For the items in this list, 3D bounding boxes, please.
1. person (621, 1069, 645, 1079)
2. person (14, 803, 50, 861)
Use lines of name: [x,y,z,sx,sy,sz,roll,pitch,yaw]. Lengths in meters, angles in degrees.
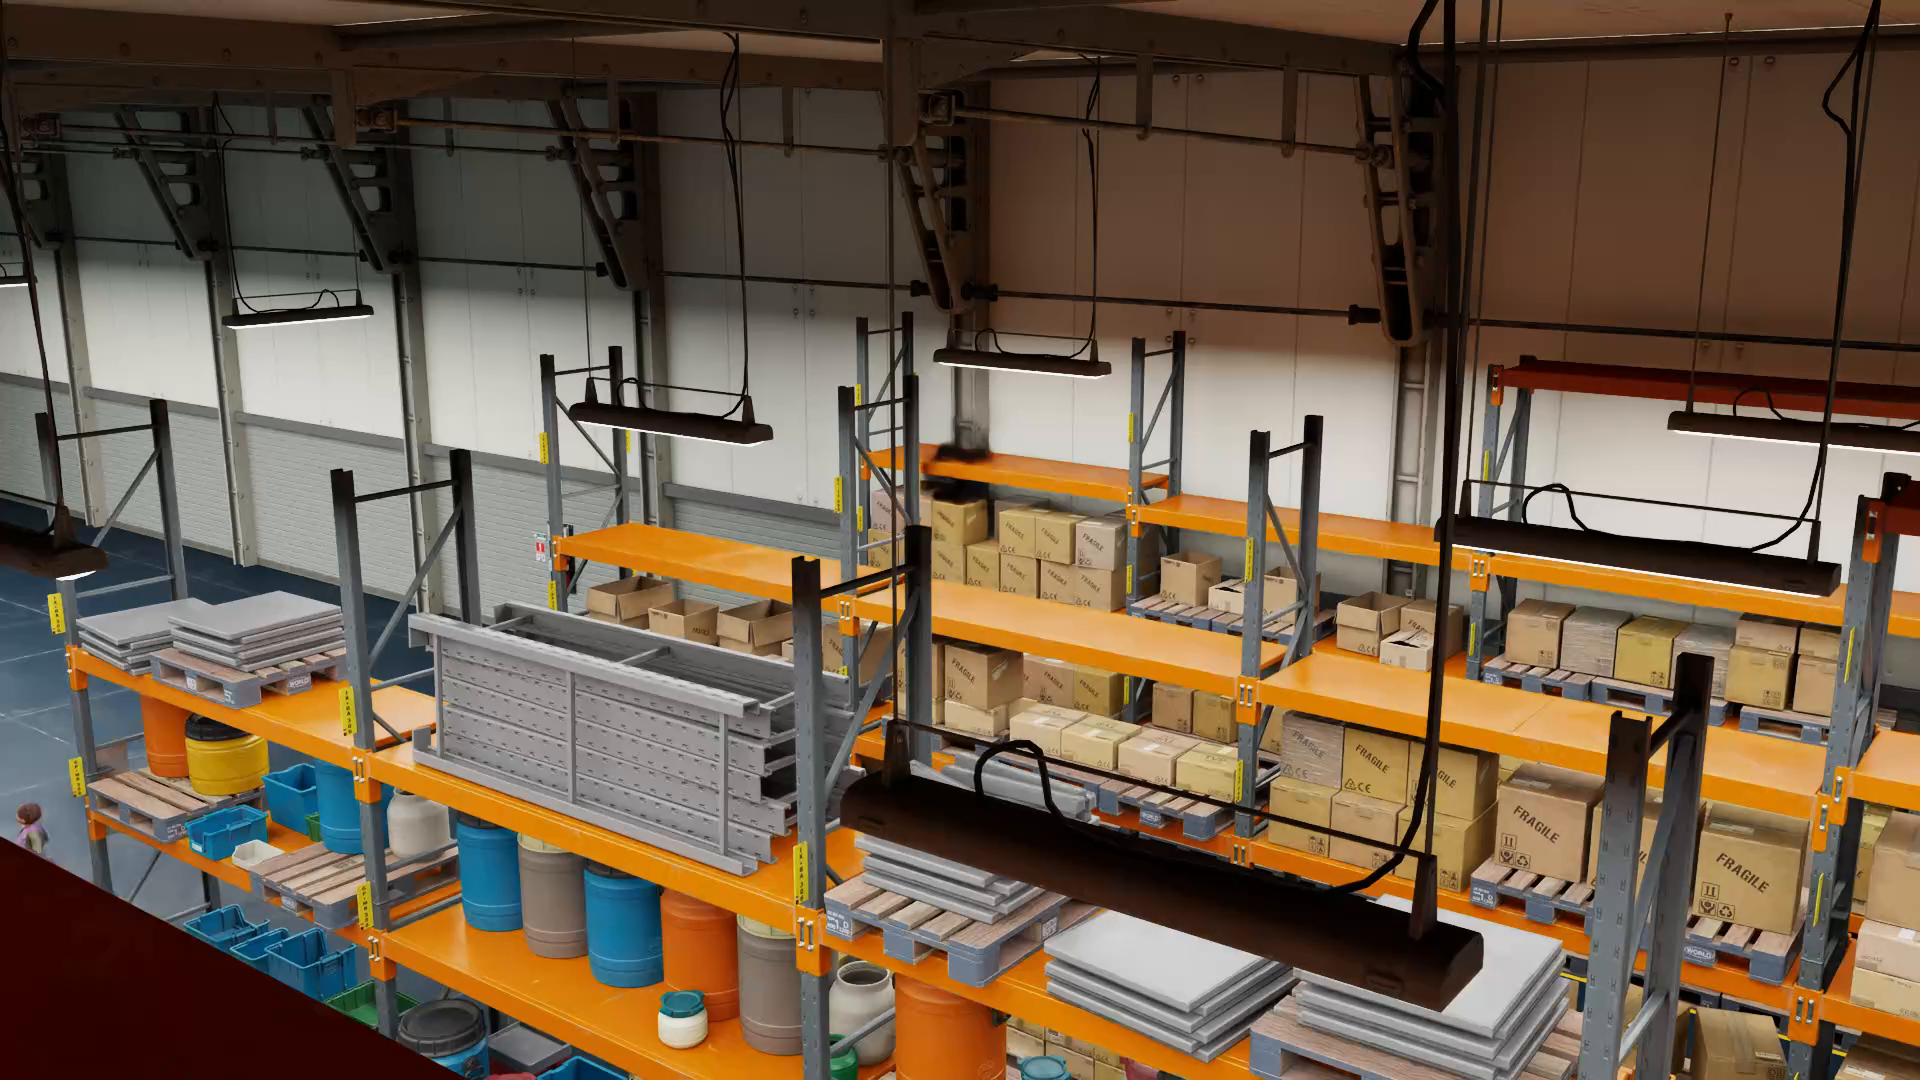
person: [-2.343,4.342,12.842,0.720,1.670,0.611,8,15,30]
person: [-9.498,3.429,17.075,0.544,1.555,0.536,-8,15,-32]
